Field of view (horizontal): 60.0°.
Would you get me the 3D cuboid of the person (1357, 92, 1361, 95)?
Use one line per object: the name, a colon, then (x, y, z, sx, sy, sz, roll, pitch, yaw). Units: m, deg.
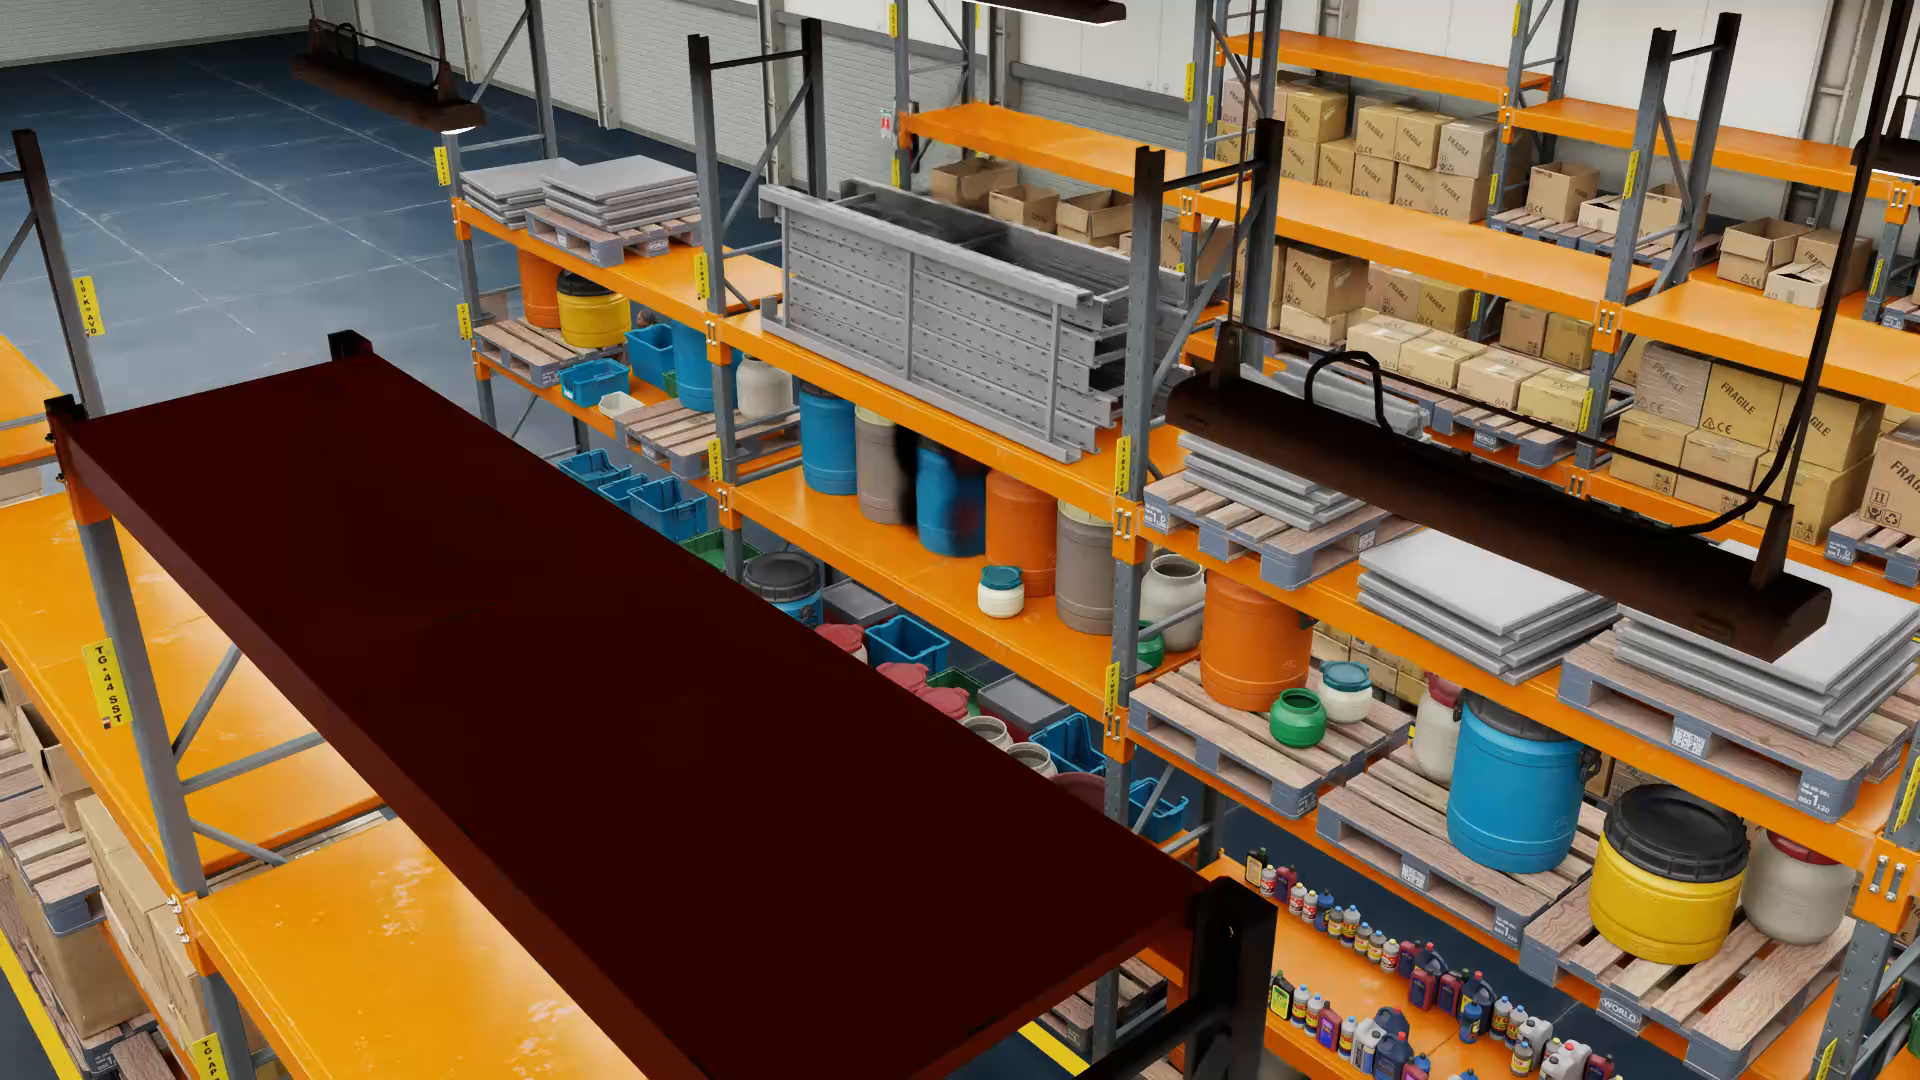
person: (-10.063, -1.147, 15.712, 18.606, 3.705, 25.841, 17, 31, 29)

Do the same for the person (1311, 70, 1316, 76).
person: (0.824, -1.104, 15.175, 14.197, 3.615, 5.249, -22, 35, -37)

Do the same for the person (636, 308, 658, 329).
person: (-3.537, -1.889, 19.484, 0.767, 1.721, 0.593, -6, 28, -11)
